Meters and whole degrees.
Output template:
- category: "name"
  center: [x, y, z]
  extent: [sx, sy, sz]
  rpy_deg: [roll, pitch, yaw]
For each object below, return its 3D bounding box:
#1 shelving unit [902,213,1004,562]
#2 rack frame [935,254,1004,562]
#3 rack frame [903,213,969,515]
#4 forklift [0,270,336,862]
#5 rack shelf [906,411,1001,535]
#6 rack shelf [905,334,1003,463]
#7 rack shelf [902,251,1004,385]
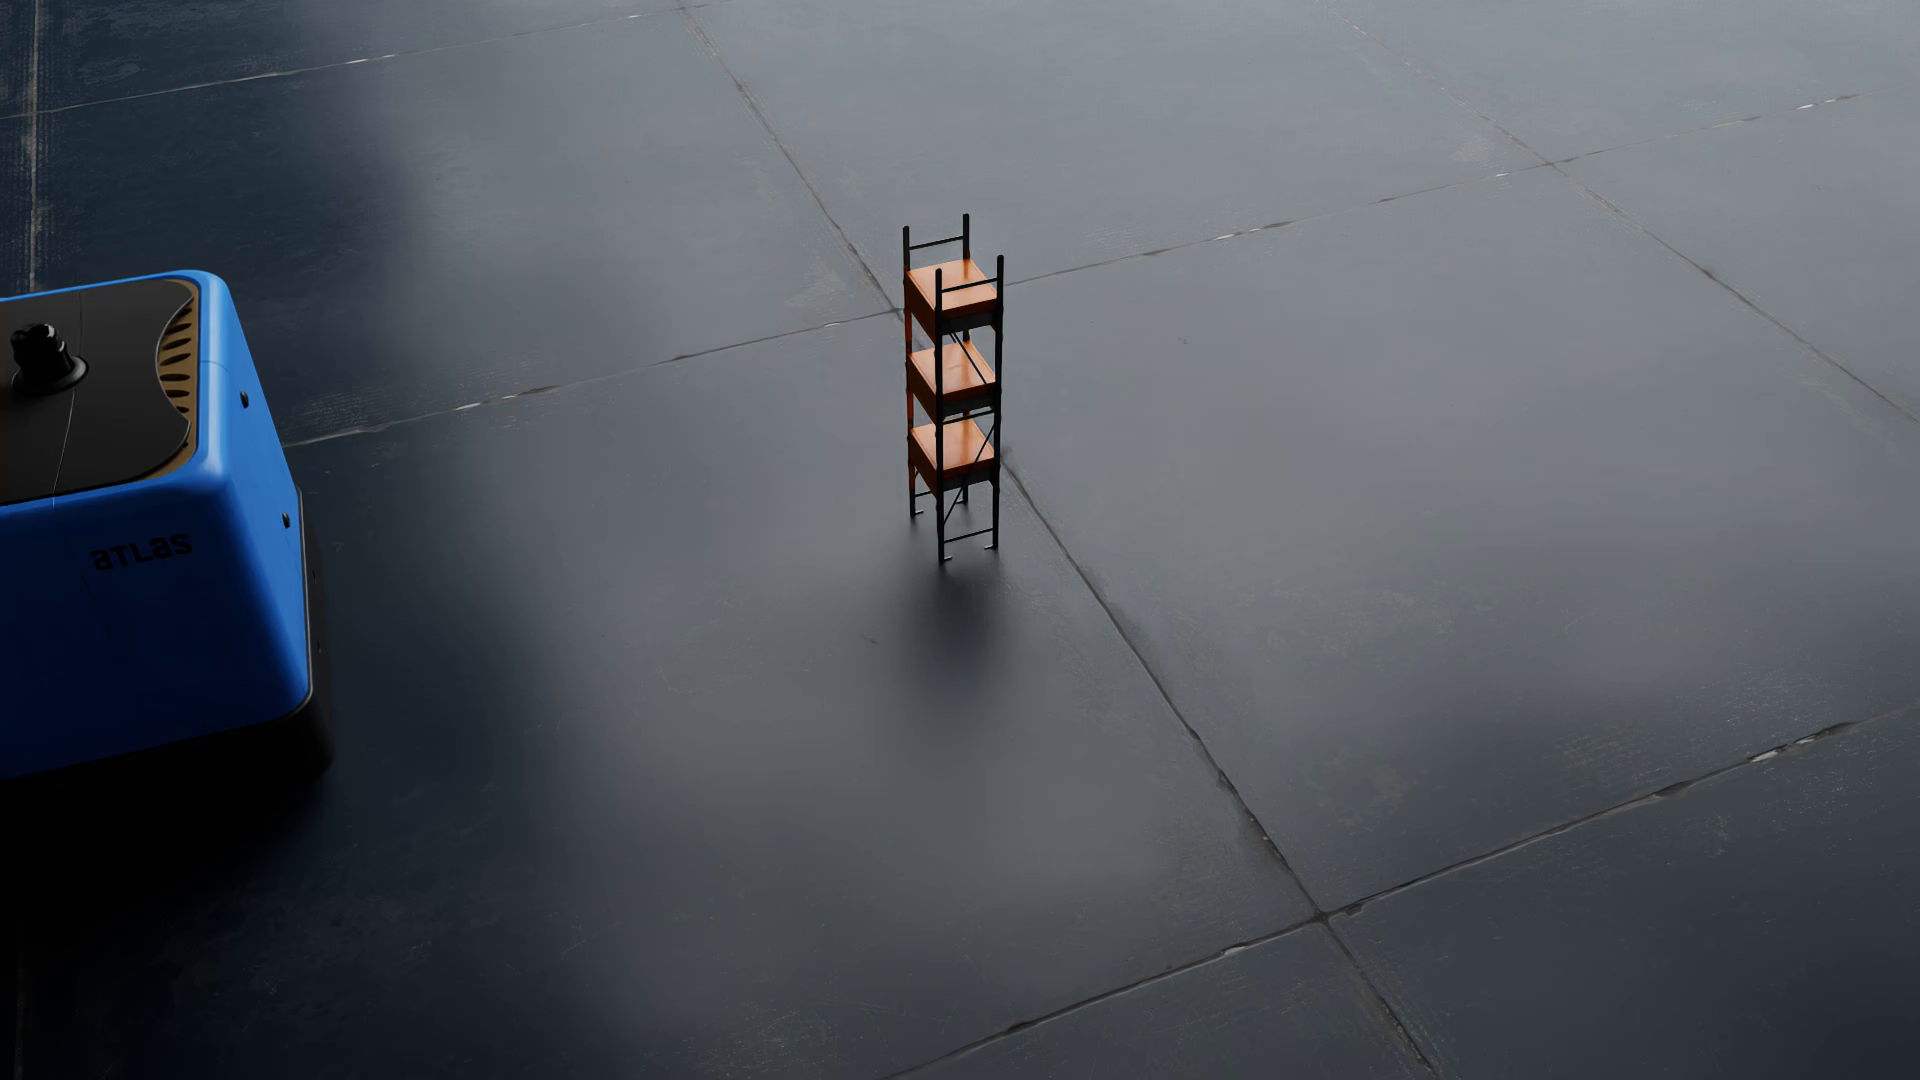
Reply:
- category: "shelving unit"
  center: [-0.020, -0.430, 4.945]
  extent: [0.215, 1.050, 0.252]
  rpy_deg: [-15, 43, -17]
- category: "rack frame"
  center: [0.026, -0.357, 4.860]
  extent: [0.200, 1.050, 0.008]
  rpy_deg: [-15, 43, -17]
- category: "rack frame"
  center: [-0.067, -0.504, 5.031]
  extent: [0.200, 1.050, 0.008]
  rpy_deg: [-15, 43, -17]
- category: "forklift"
  center: [-3.253, -0.437, 3.510]
  extent: [3.031, 2.935, 1.130]
  rpy_deg: [-12, 42, -14]
- category: "rack shelf"
  center: [-0.020, -0.212, 5.133]
  extent: [0.215, 0.259, 0.240]
  rpy_deg: [-15, 43, -17]
- category: "rack shelf"
  center: [-0.020, -0.422, 4.952]
  extent: [0.215, 0.259, 0.240]
  rpy_deg: [-15, 43, -17]
- category: "rack shelf"
  center: [-0.020, -0.637, 4.767]
  extent: [0.215, 0.259, 0.240]
  rpy_deg: [-15, 43, -17]
